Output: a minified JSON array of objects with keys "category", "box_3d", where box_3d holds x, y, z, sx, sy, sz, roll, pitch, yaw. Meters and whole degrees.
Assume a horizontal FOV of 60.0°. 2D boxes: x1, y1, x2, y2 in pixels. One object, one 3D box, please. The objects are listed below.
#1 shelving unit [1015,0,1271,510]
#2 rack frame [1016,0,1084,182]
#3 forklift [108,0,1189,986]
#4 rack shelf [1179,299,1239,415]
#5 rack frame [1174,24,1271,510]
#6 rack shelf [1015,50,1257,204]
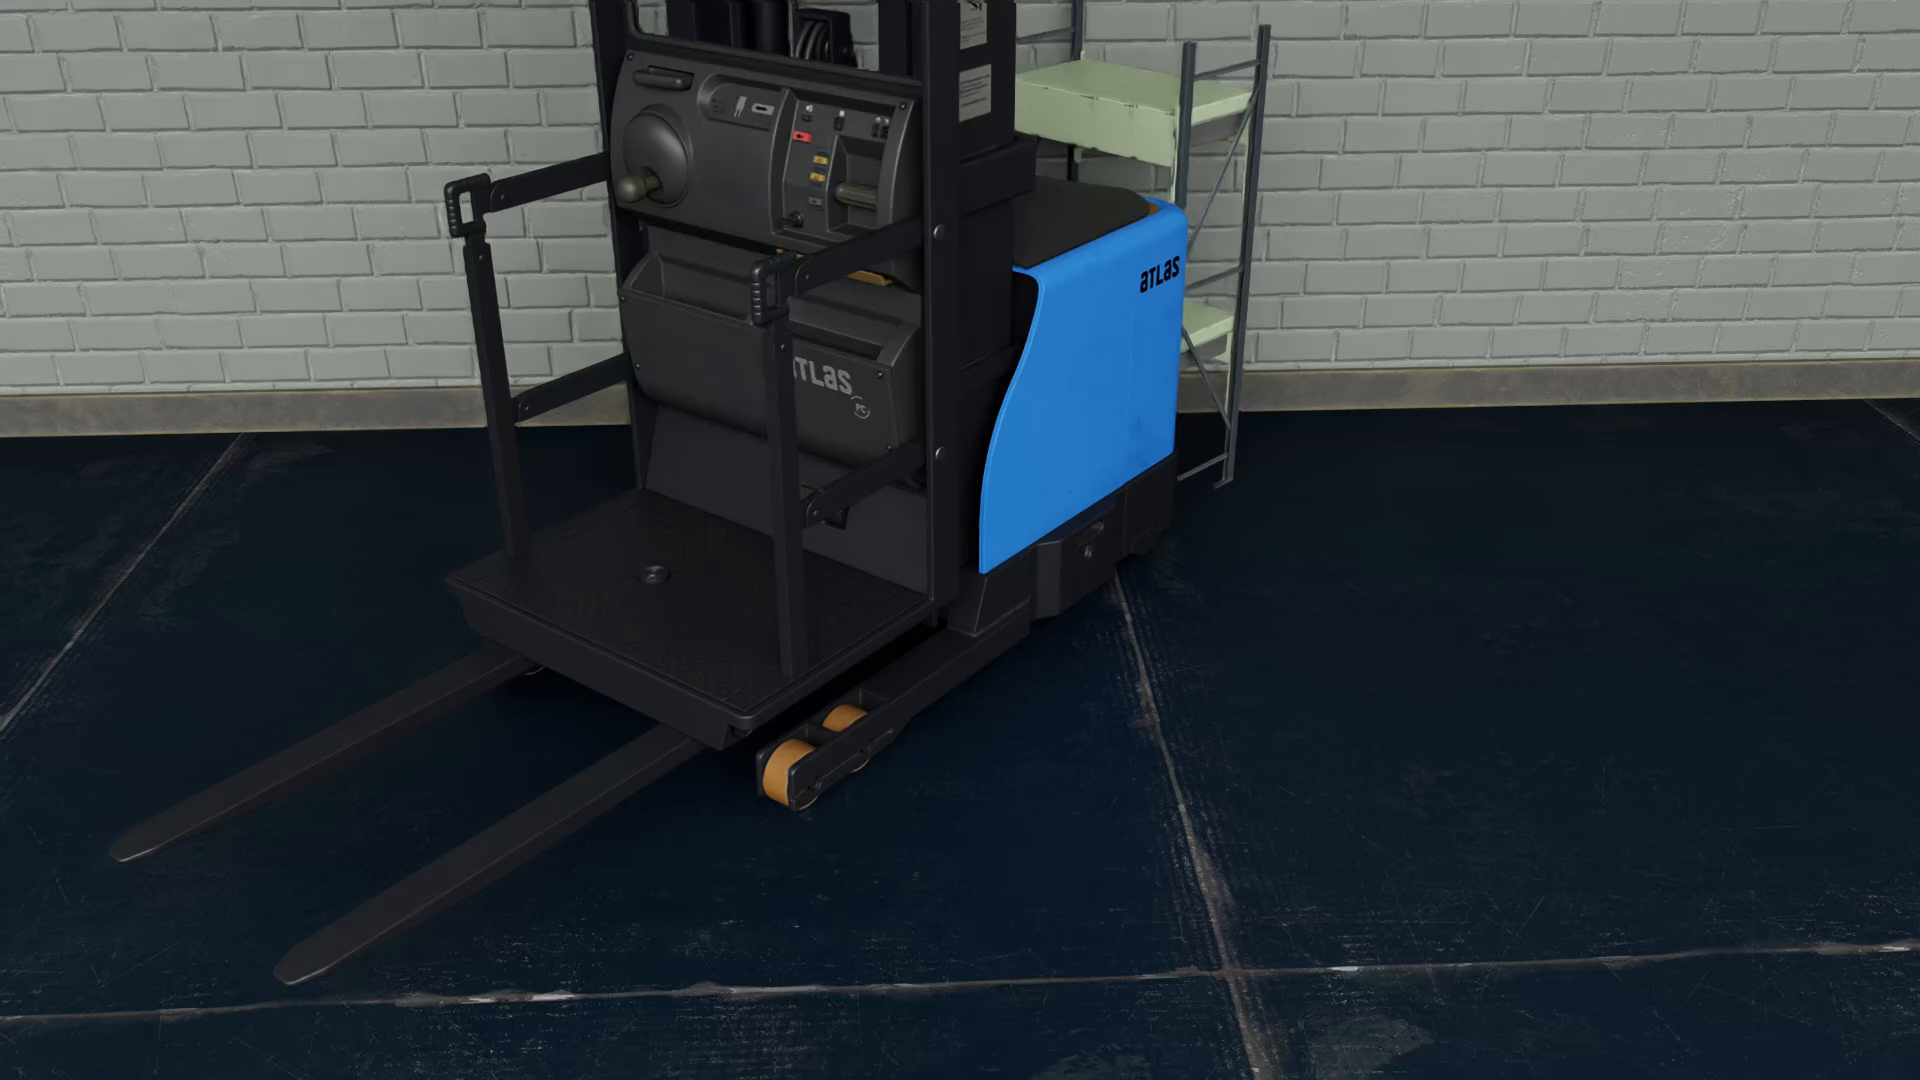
[{"category":"shelving unit","box_3d":[0.516,-0.923,5.397,0.755,1.500,0.431,24,36,38]},{"category":"rack frame","box_3d":[0.255,-1.041,5.624,0.023,1.500,0.400,24,36,38]},{"category":"forklift","box_3d":[-0.618,-0.908,3.822,1.130,2.935,3.031,19,33,33]},{"category":"rack shelf","box_3d":[0.516,-0.634,5.548,0.720,0.370,0.431,24,36,38]},{"category":"rack frame","box_3d":[0.778,-0.804,5.170,0.023,1.500,0.400,24,36,38]},{"category":"rack shelf","box_3d":[0.516,-1.269,5.217,0.720,0.370,0.431,24,36,38]}]
